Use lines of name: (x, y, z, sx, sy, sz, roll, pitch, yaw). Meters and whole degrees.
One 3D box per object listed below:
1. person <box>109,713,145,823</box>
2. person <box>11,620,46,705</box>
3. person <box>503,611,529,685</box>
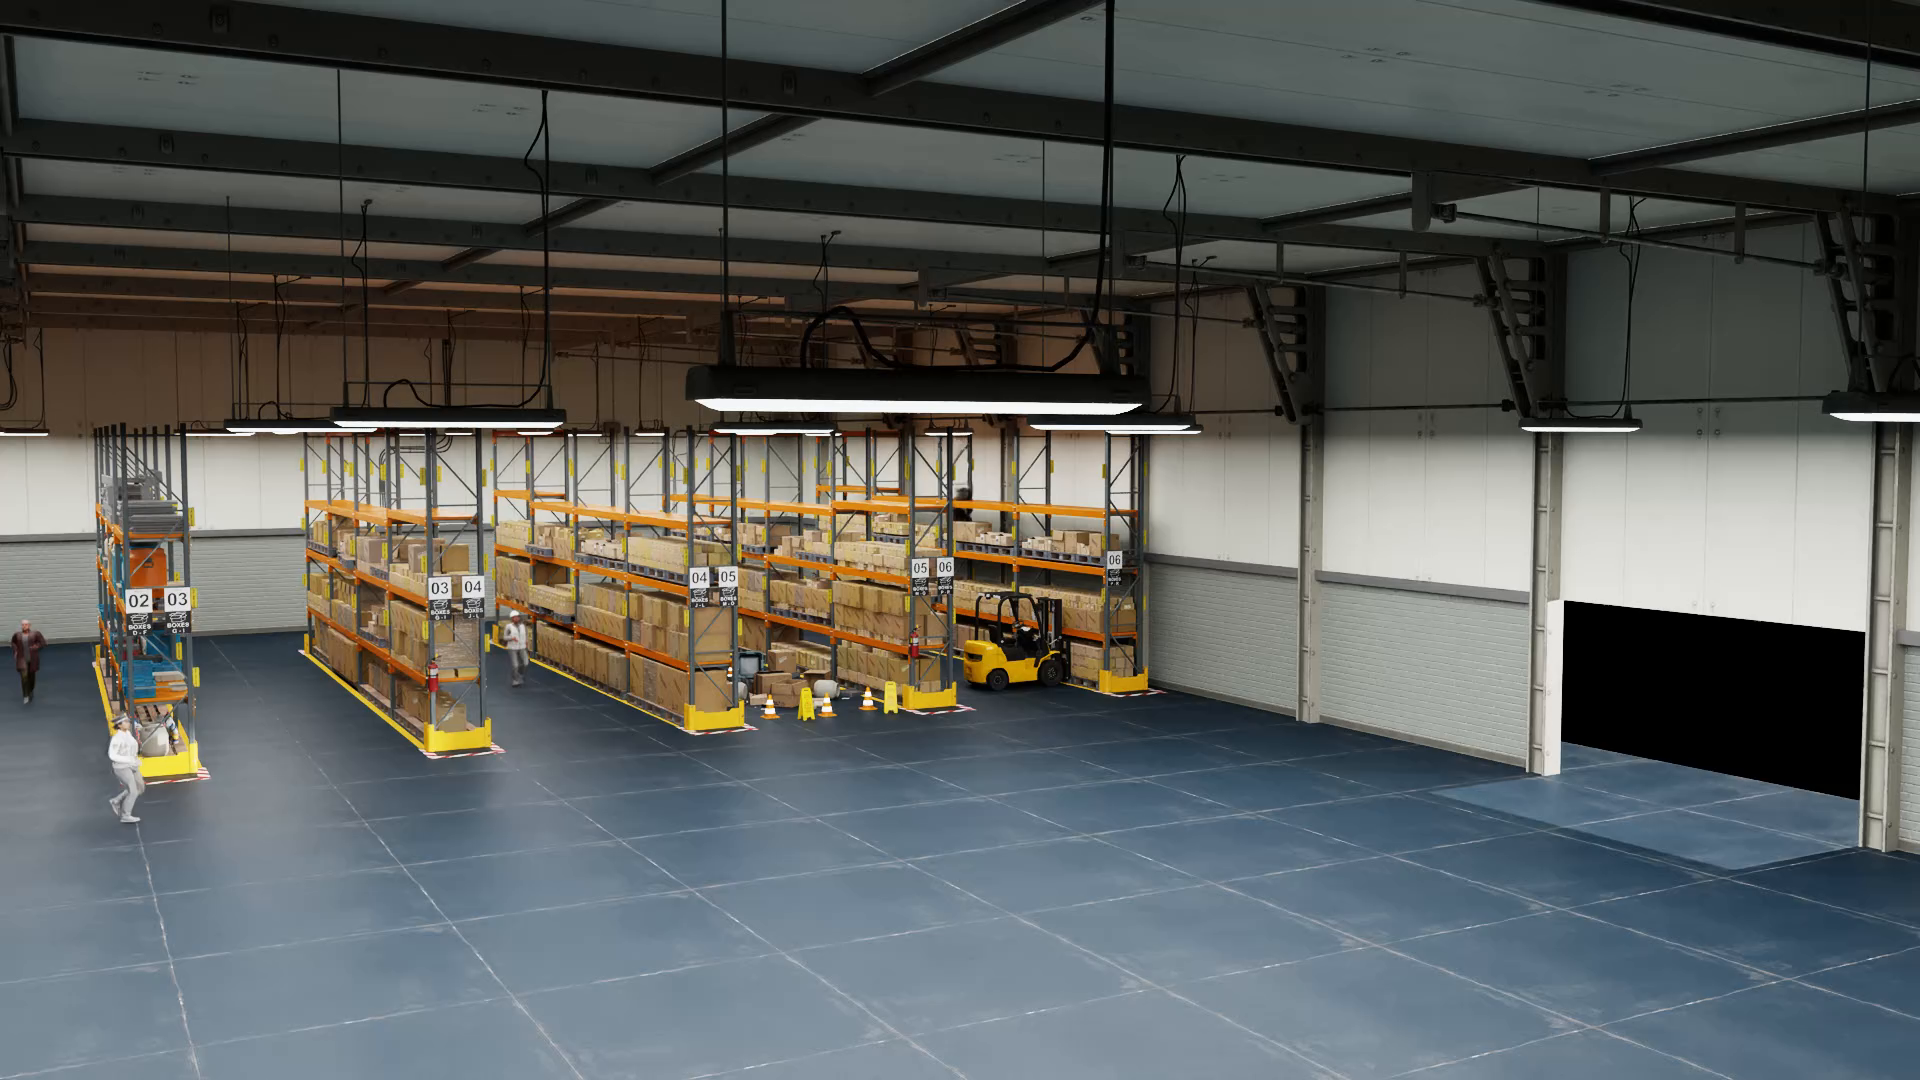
person: (-12.455, 3.392, 24.819, 0.572, 1.648, 0.612, 0, 3, -1)
person: (-20.316, 2.634, 36.285, 0.687, 1.803, 0.988, -2, 4, -27)
person: (-10.237, 2.511, 38.524, 0.645, 1.737, 0.617, -3, 4, -37)
